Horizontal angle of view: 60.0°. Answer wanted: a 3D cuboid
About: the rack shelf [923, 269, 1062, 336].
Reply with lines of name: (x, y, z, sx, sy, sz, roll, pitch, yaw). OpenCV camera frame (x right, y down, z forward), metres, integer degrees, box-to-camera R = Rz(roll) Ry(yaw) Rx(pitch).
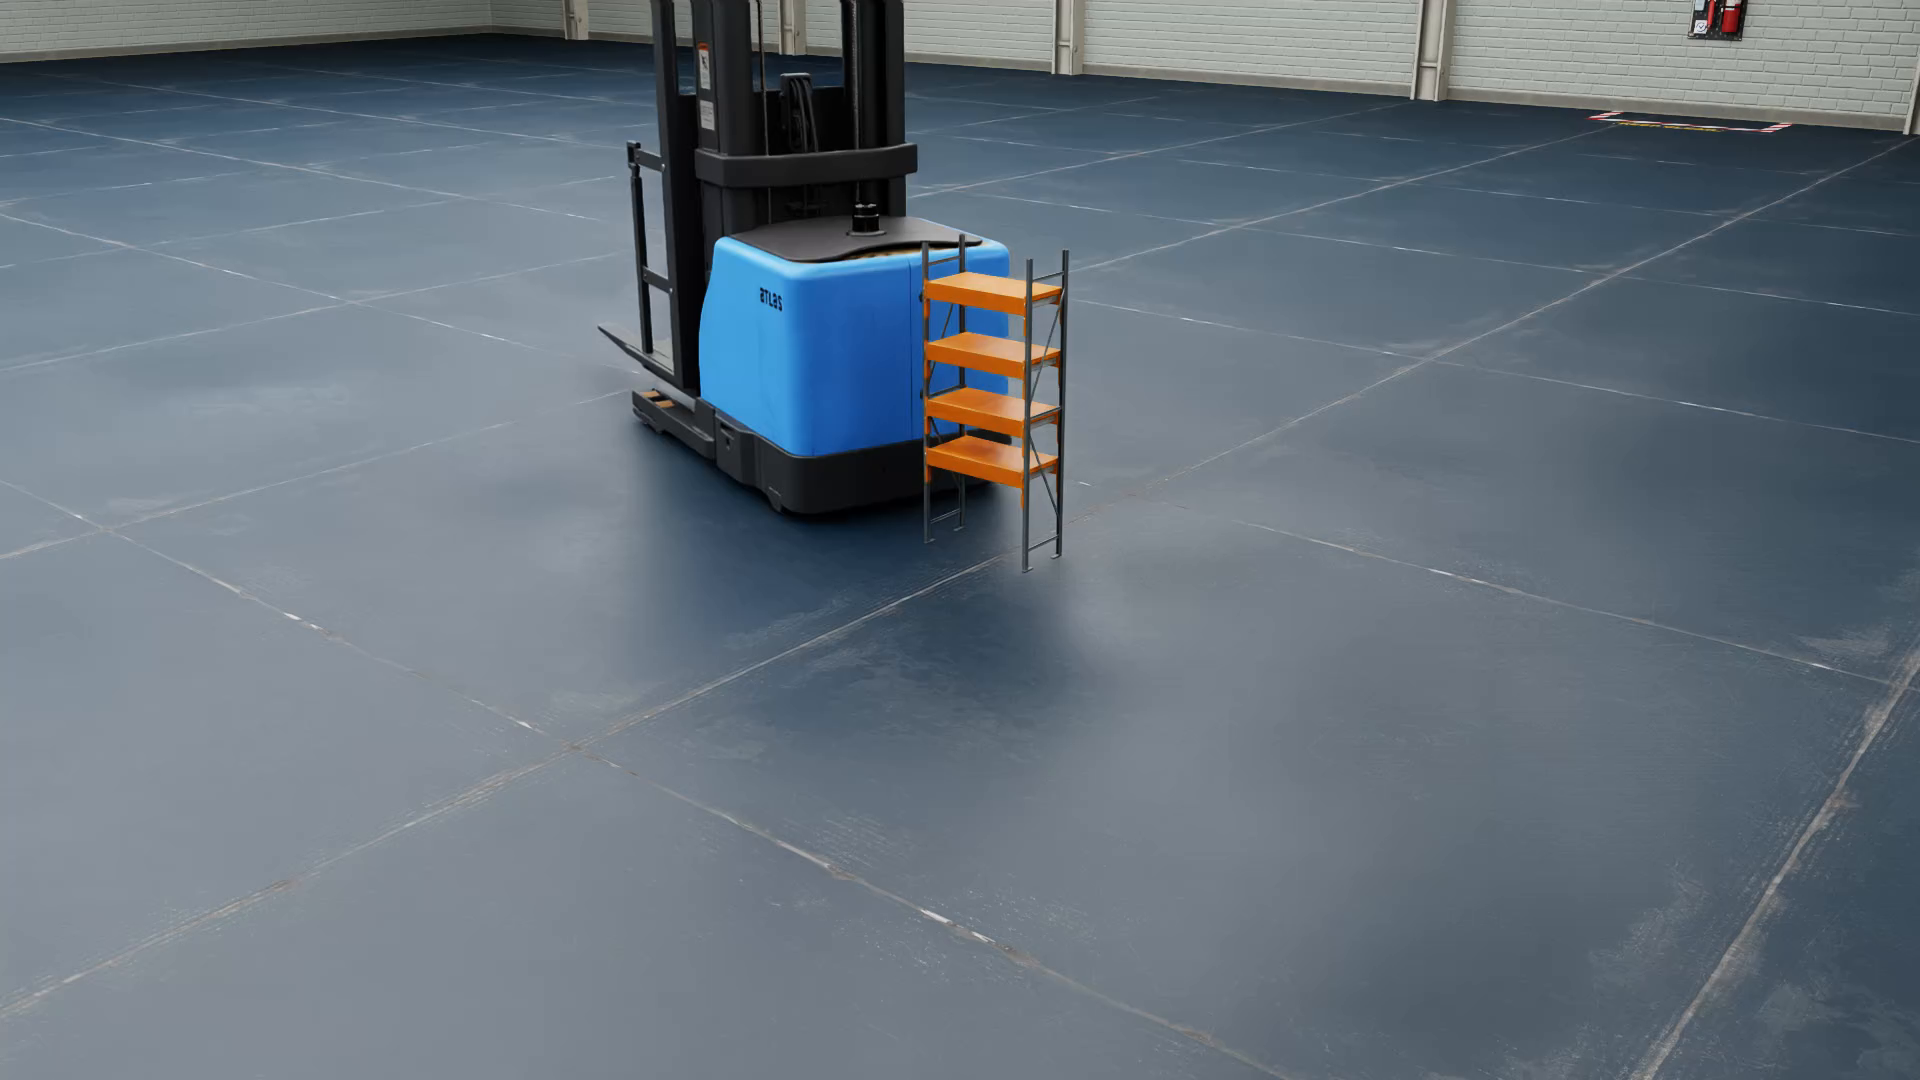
rack shelf: (0.128, -0.892, 6.220, 0.480, 0.148, 0.258, 16, 26, 36)

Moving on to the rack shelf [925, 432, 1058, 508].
rack shelf: (0.128, -0.276, 6.452, 0.480, 0.148, 0.258, 16, 26, 36)

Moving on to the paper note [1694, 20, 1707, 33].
paper note: (8.993, -6.228, 20.182, 0.142, 0.148, 0.016, 16, 26, 36)

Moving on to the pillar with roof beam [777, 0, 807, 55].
pillar with roof beam: (-5.690, -11.667, 24.852, 0.400, 9.000, 9.100, 16, 26, 36)

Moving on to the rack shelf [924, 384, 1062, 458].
rack shelf: (0.128, -0.462, 6.382, 0.480, 0.148, 0.258, 16, 26, 36)

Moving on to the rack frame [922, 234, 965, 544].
rack frame: (-0.061, -0.579, 6.503, 0.015, 1.200, 0.240, 16, 26, 36)

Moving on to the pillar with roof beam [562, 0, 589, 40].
pillar with roof beam: (-10.338, -13.005, 28.402, 0.400, 9.000, 9.100, 16, 26, 36)

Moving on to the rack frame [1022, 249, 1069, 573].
rack frame: (0.317, -0.470, 6.214, 0.015, 1.200, 0.240, 16, 26, 36)

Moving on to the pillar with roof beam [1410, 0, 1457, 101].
pillar with roof beam: (3.607, -8.989, 17.753, 0.400, 9.000, 9.100, 16, 26, 36)

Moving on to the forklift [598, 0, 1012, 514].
forklift: (-0.952, -1.950, 7.687, 1.130, 2.935, 3.031, -12, 24, -28)

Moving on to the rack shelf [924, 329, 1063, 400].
rack shelf: (0.128, -0.671, 6.303, 0.480, 0.148, 0.258, 16, 26, 36)

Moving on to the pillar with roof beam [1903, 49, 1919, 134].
pillar with roof beam: (8.255, -7.651, 14.203, 0.400, 9.000, 9.100, 16, 26, 36)

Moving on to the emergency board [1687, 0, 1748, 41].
emergency board: (9.087, -6.582, 19.872, 0.643, 1.169, 0.194, 16, 26, 36)

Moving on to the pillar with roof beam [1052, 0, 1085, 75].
pillar with roof beam: (-1.042, -10.328, 21.302, 0.400, 9.000, 9.100, 16, 26, 36)

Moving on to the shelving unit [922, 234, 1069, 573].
shelving unit: (0.128, -0.524, 6.359, 0.503, 1.200, 0.258, 16, 26, 36)
